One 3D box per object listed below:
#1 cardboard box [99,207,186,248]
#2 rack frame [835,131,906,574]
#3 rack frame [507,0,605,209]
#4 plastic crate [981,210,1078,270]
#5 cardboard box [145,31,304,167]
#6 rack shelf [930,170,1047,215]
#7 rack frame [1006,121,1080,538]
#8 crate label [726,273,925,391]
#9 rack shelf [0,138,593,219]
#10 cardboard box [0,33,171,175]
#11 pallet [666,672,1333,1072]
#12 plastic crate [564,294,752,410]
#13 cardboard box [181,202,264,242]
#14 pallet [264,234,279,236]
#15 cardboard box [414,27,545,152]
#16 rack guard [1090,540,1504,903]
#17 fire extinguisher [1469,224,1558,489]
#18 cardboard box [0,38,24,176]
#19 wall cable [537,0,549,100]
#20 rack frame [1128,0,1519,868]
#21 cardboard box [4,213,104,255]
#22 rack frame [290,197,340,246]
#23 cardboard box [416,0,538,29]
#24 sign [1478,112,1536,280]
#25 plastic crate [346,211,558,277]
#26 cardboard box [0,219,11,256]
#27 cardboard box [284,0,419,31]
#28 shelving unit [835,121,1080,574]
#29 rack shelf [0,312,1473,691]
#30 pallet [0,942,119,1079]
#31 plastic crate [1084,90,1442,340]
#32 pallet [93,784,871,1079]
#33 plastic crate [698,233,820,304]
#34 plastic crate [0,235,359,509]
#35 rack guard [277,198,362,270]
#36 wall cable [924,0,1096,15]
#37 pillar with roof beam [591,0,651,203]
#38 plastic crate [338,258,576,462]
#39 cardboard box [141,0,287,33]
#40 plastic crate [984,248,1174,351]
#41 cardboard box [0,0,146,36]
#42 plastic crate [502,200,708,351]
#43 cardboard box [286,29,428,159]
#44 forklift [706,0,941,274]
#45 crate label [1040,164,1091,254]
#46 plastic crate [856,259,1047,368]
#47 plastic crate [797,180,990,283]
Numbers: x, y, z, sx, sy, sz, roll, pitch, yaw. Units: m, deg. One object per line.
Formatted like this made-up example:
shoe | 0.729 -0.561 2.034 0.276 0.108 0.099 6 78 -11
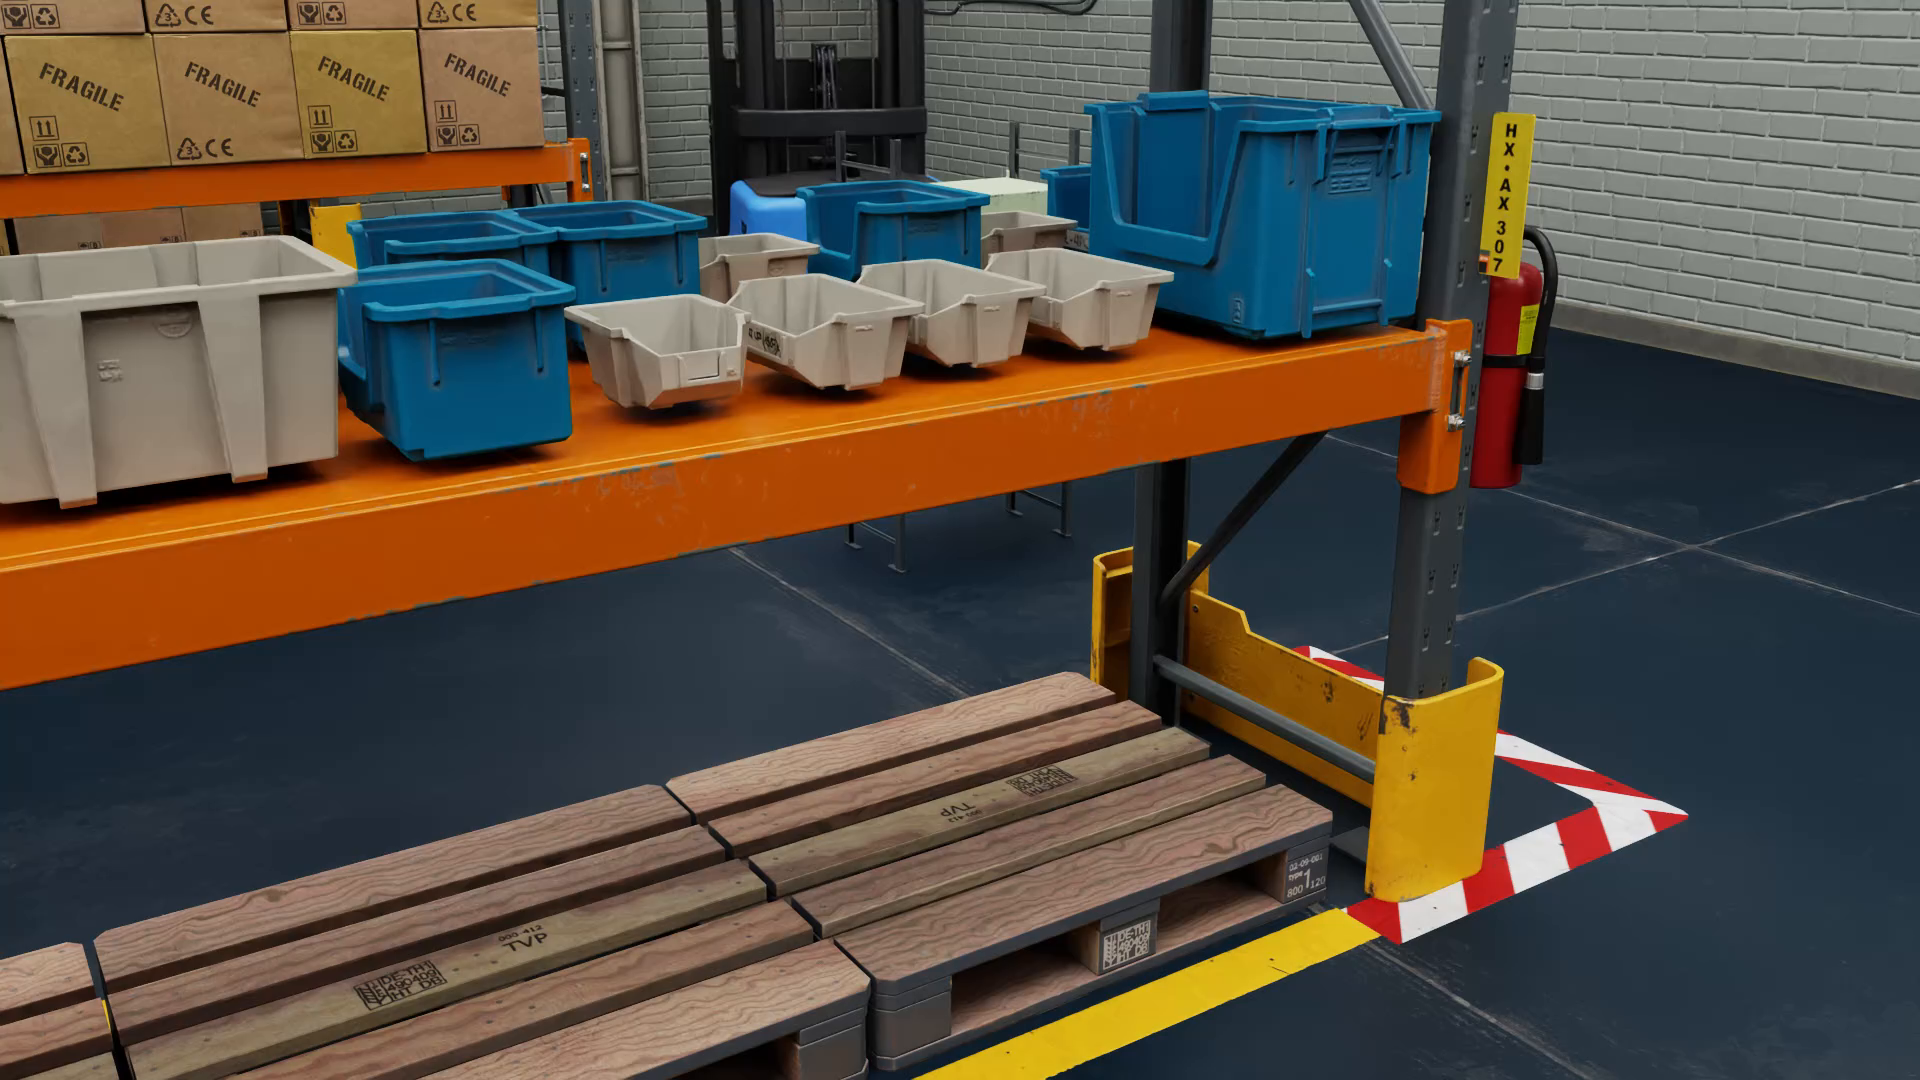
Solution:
cardboard box | -5.606 -2.190 11.287 0.500 0.500 0.700 -12 22 -32
rack frame | -0.311 -0.645 5.810 0.023 1.500 0.400 -12 22 -31
rack frame | -1.931 -2.089 7.741 0.127 3.000 1.000 -12 22 -31
plastic crate | 0.089 -0.677 3.883 0.298 0.136 0.250 -12 22 -31
cardboard box | -3.007 -1.806 6.748 0.500 0.500 0.500 -12 22 -31
rack shelf | -0.006 -1.079 5.876 0.720 0.370 0.431 -12 22 -31
rack frame | 0.300 -0.774 6.192 0.023 1.500 0.400 -12 22 -31
crate label | -0.261 -0.372 2.980 0.243 0.136 0.396 -12 22 -31
rack shelf | -3.602 -1.396 6.814 4.000 0.370 1.077 -12 22 -31
cardboard box | -3.428 -1.717 6.485 0.500 0.500 0.500 -12 22 -32
pallet | 0.080 0.692 3.868 1.213 0.211 1.003 -12 22 -31
plastic crate | -0.498 -0.315 2.812 0.250 0.136 0.298 -12 22 -31
cardboard box | -5.188 -2.278 11.548 0.500 0.500 0.700 -12 22 -31
pallet | -5.284 -1.931 11.626 1.213 0.211 1.003 -12 22 -31
cardboard box | -2.156 -1.985 7.276 0.500 0.500 0.500 -11 22 -30
rack guard | 0.803 0.413 4.243 0.348 0.500 1.175 -12 22 -31
fire extinguisher | 1.166 -0.455 3.611 0.183 0.674 0.296 -12 22 -31
cardboard box | -3.851 -1.627 6.219 0.500 0.500 0.500 -12 22 -32
wall cable | -4.110 -4.373 12.911 1.851 1.984 0.084 -12 22 -31
rack frame | 0.790 -0.764 3.820 0.127 3.000 1.000 -12 22 -31
cardboard box | -6.026 -2.101 11.024 0.500 0.500 0.700 -13 22 -33
rack frame | -4.659 -3.414 11.658 0.127 3.000 1.000 -12 22 -31
cardboard box | -2.152 -2.458 7.115 0.500 0.500 0.500 -12 22 -32
sign | 1.106 -0.697 3.367 0.005 0.325 0.100 -12 22 -31
plastic crate | -0.948 -0.473 3.127 0.300 0.233 0.416 -12 22 -31
cardboard box | -6.467 -2.005 10.741 0.500 0.500 0.700 -11 22 -30
cardboard box | -2.573 -2.369 6.851 0.500 0.500 0.500 -11 22 -30
shelving unit | -0.006 -0.709 6.001 0.755 1.500 0.431 -12 22 -31
rack shelf | -0.880 -0.071 2.893 4.000 0.370 1.077 -12 22 -31
pallet | -1.958 1.122 2.596 1.213 0.211 1.003 -12 22 -31
plastic crate | 0.613 -0.700 3.482 0.499 0.435 0.616 -12 22 -31
pallet | -0.938 0.906 3.236 1.213 0.211 1.003 -12 22 -31
plastic crate | -0.477 -0.558 3.529 0.298 0.136 0.250 -12 22 -31
plastic crate | -1.174 -0.251 2.395 0.530 0.282 0.437 -12 22 -31
rack guard | -4.639 -2.234 12.071 0.348 0.500 1.175 -12 22 -31
wall cable | 0.261 -5.685 13.859 0.112 2.526 3.097 -12 22 -31
pillar with roof beam | -0.512 -5.811 9.383 0.400 9.000 9.100 -12 22 -31
plastic crate | -0.784 -0.282 2.564 0.300 0.233 0.416 -12 22 -31
cardboard box | -3.004 -2.277 6.578 0.500 0.500 0.500 -11 22 -30
plastic crate | 0.208 -0.475 3.284 0.243 0.136 0.396 -12 22 -31
cardboard box | -3.433 -2.186 6.310 0.500 0.500 0.500 -11 22 -30
plastic crate | -0.697 -0.525 3.283 0.300 0.233 0.416 -12 22 -31
cardboard box | -2.587 -1.893 7.003 0.500 0.500 0.500 -12 22 -31
forklift | -0.777 -2.368 8.673 1.130 2.935 3.031 -4 19 -13
crate label | 0.403 -0.757 3.969 0.303 0.233 0.416 -12 22 -31
plastic crate | -0.042 -0.428 3.145 0.243 0.136 0.396 -12 22 -31
plastic crate | -0.147 -0.641 3.626 0.300 0.233 0.416 -12 22 -31
